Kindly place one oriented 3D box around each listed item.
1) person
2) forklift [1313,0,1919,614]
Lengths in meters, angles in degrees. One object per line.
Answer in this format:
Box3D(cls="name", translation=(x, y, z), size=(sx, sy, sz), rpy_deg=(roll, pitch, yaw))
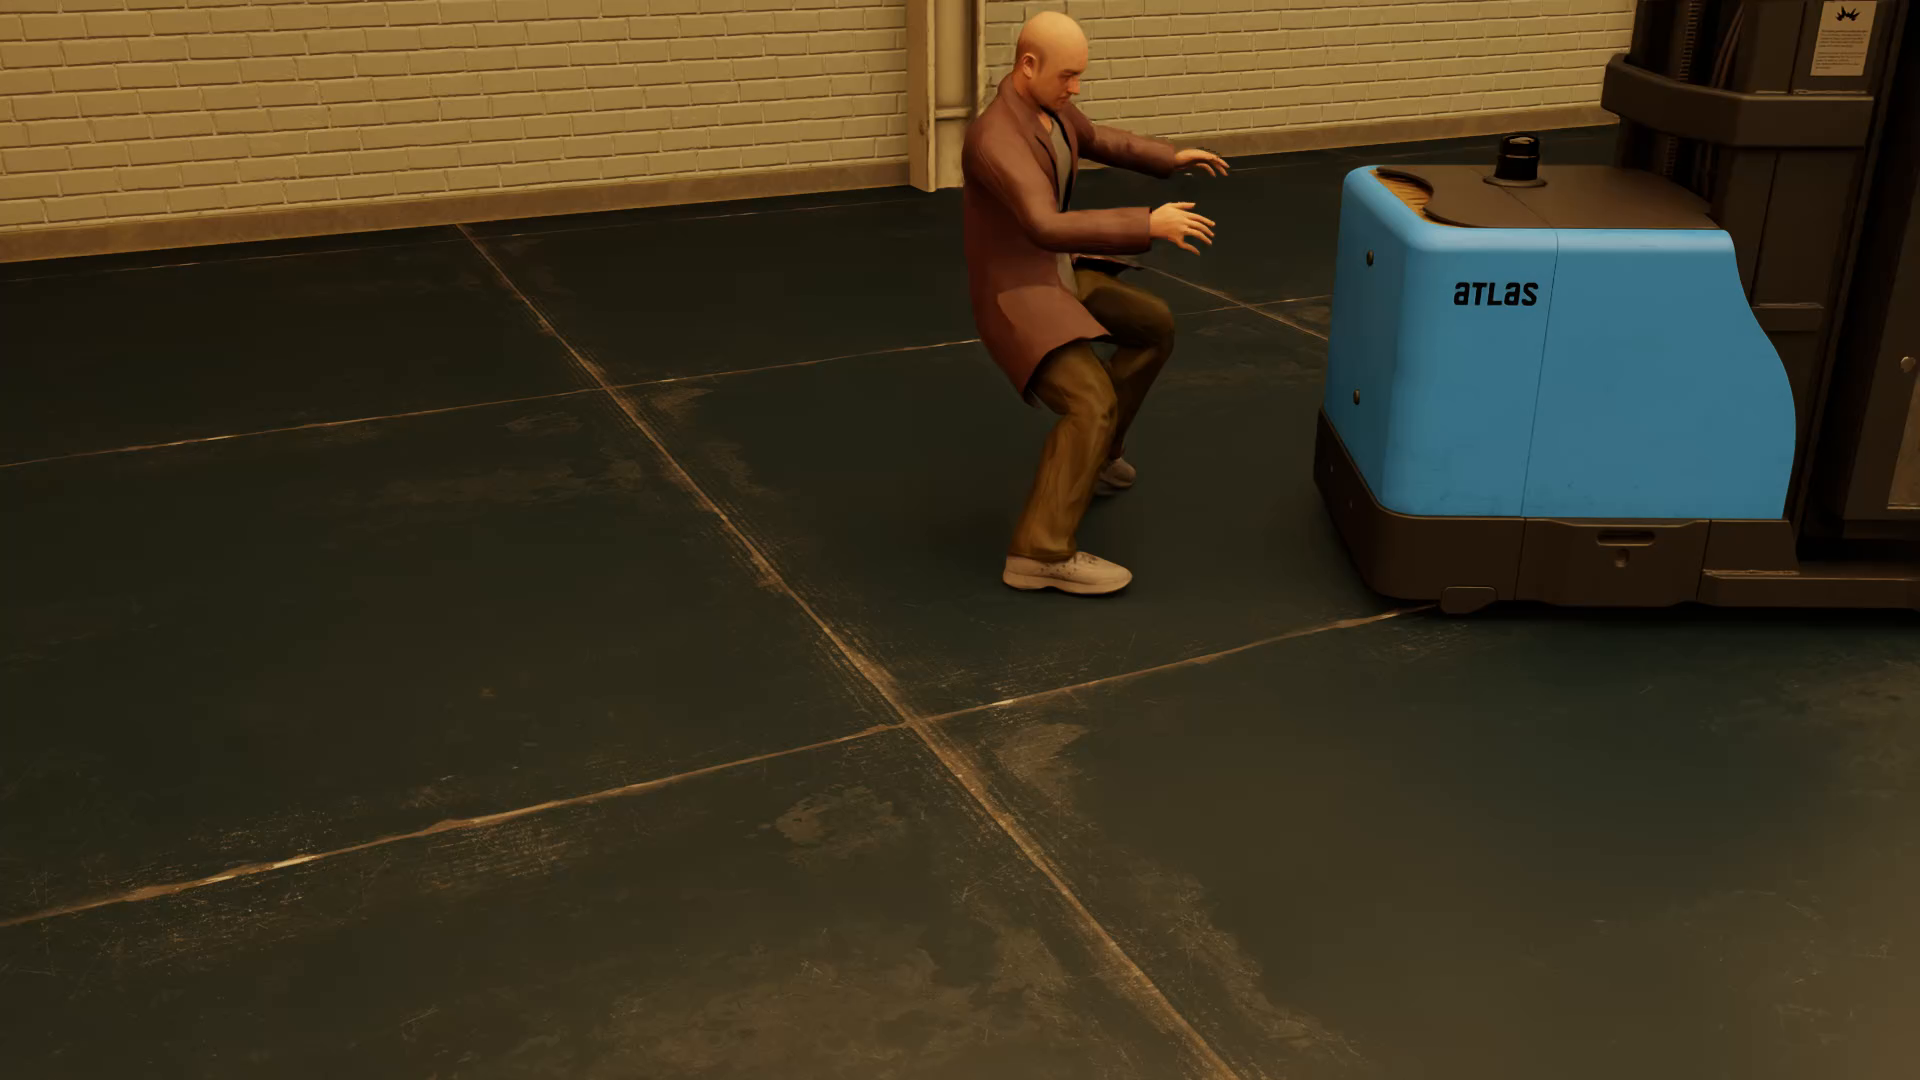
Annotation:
Box3D(cls="person", translation=(0.403, -0.745, 4.884), size=(0.780, 1.544, 1.031), rpy_deg=(9, 24, 21))
Box3D(cls="forklift", translation=(2.653, -1.313, 4.448), size=(3.031, 2.935, 1.130), rpy_deg=(0, 23, 1))
